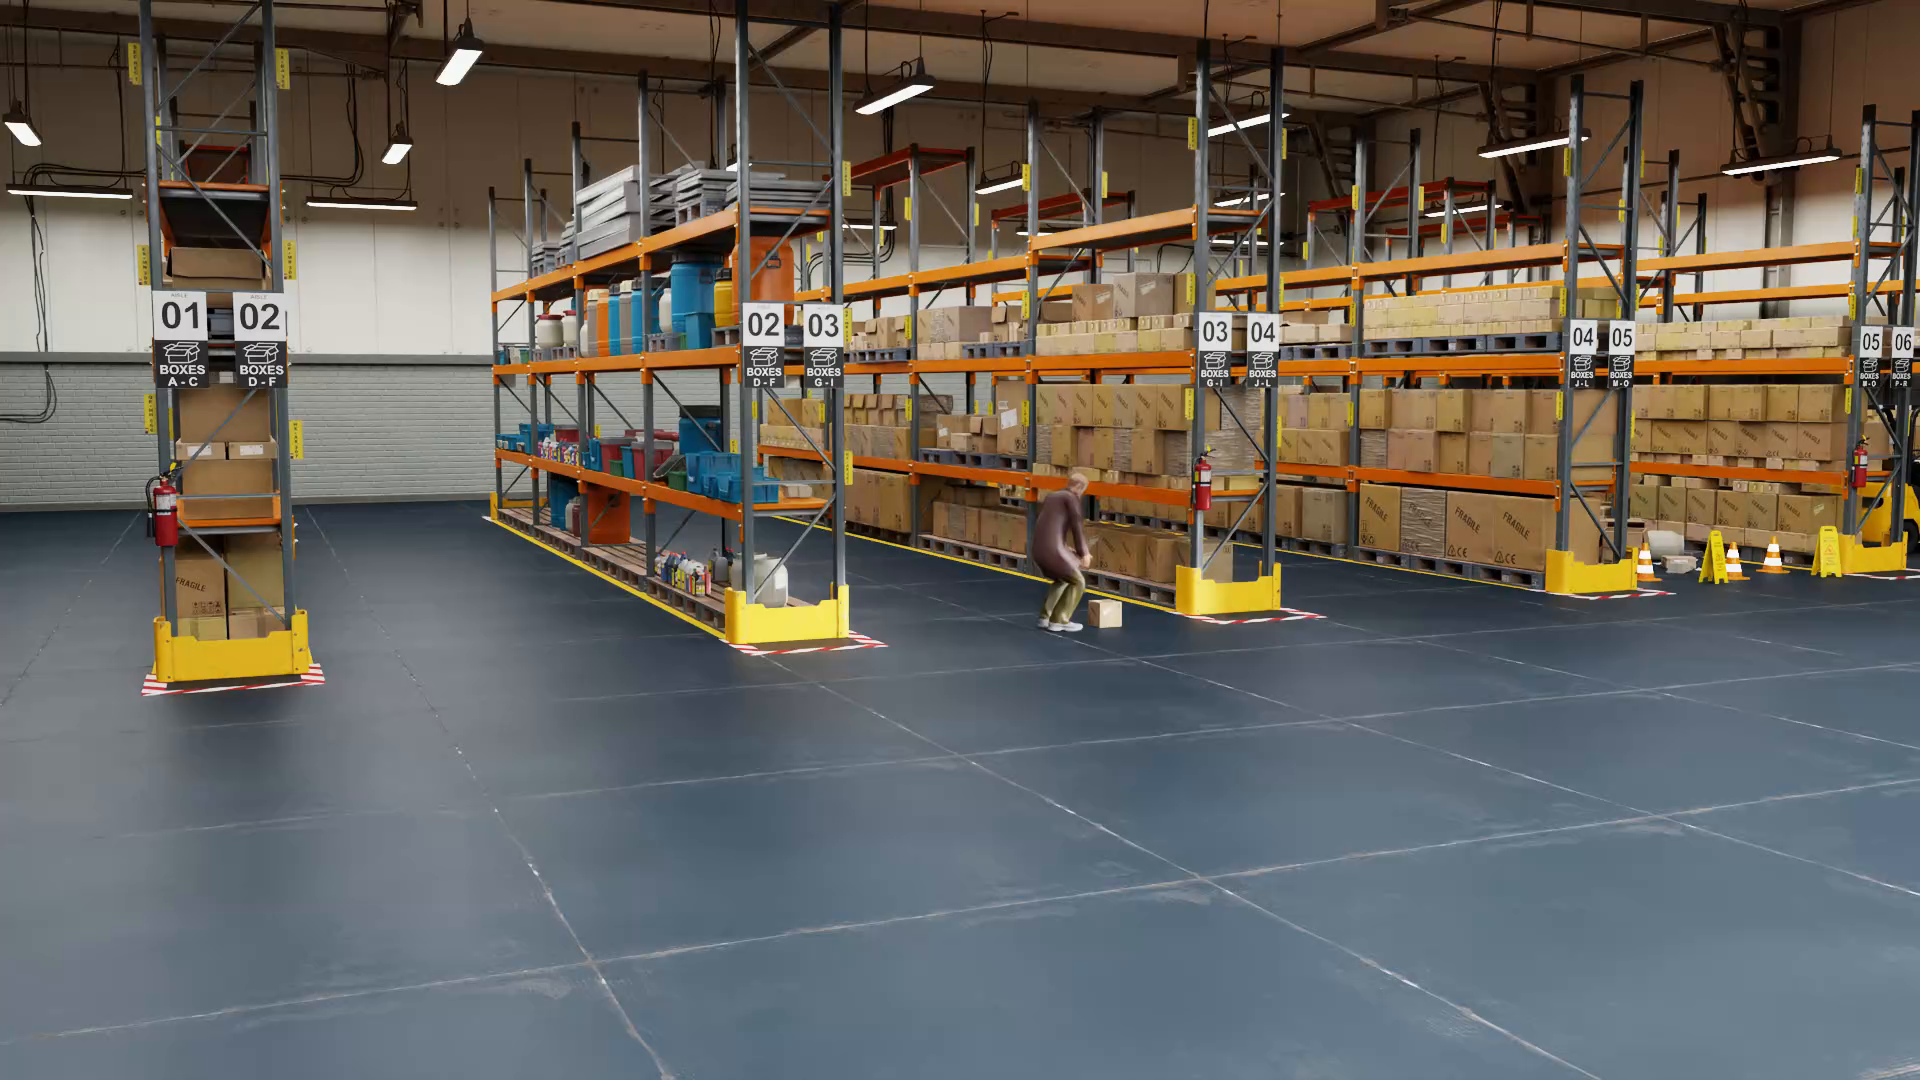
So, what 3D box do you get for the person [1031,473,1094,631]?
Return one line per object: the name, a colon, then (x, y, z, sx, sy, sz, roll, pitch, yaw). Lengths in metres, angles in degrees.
person: (1.004, 0.119, 16.667, 0.613, 1.552, 0.626, -2, 6, -23)
